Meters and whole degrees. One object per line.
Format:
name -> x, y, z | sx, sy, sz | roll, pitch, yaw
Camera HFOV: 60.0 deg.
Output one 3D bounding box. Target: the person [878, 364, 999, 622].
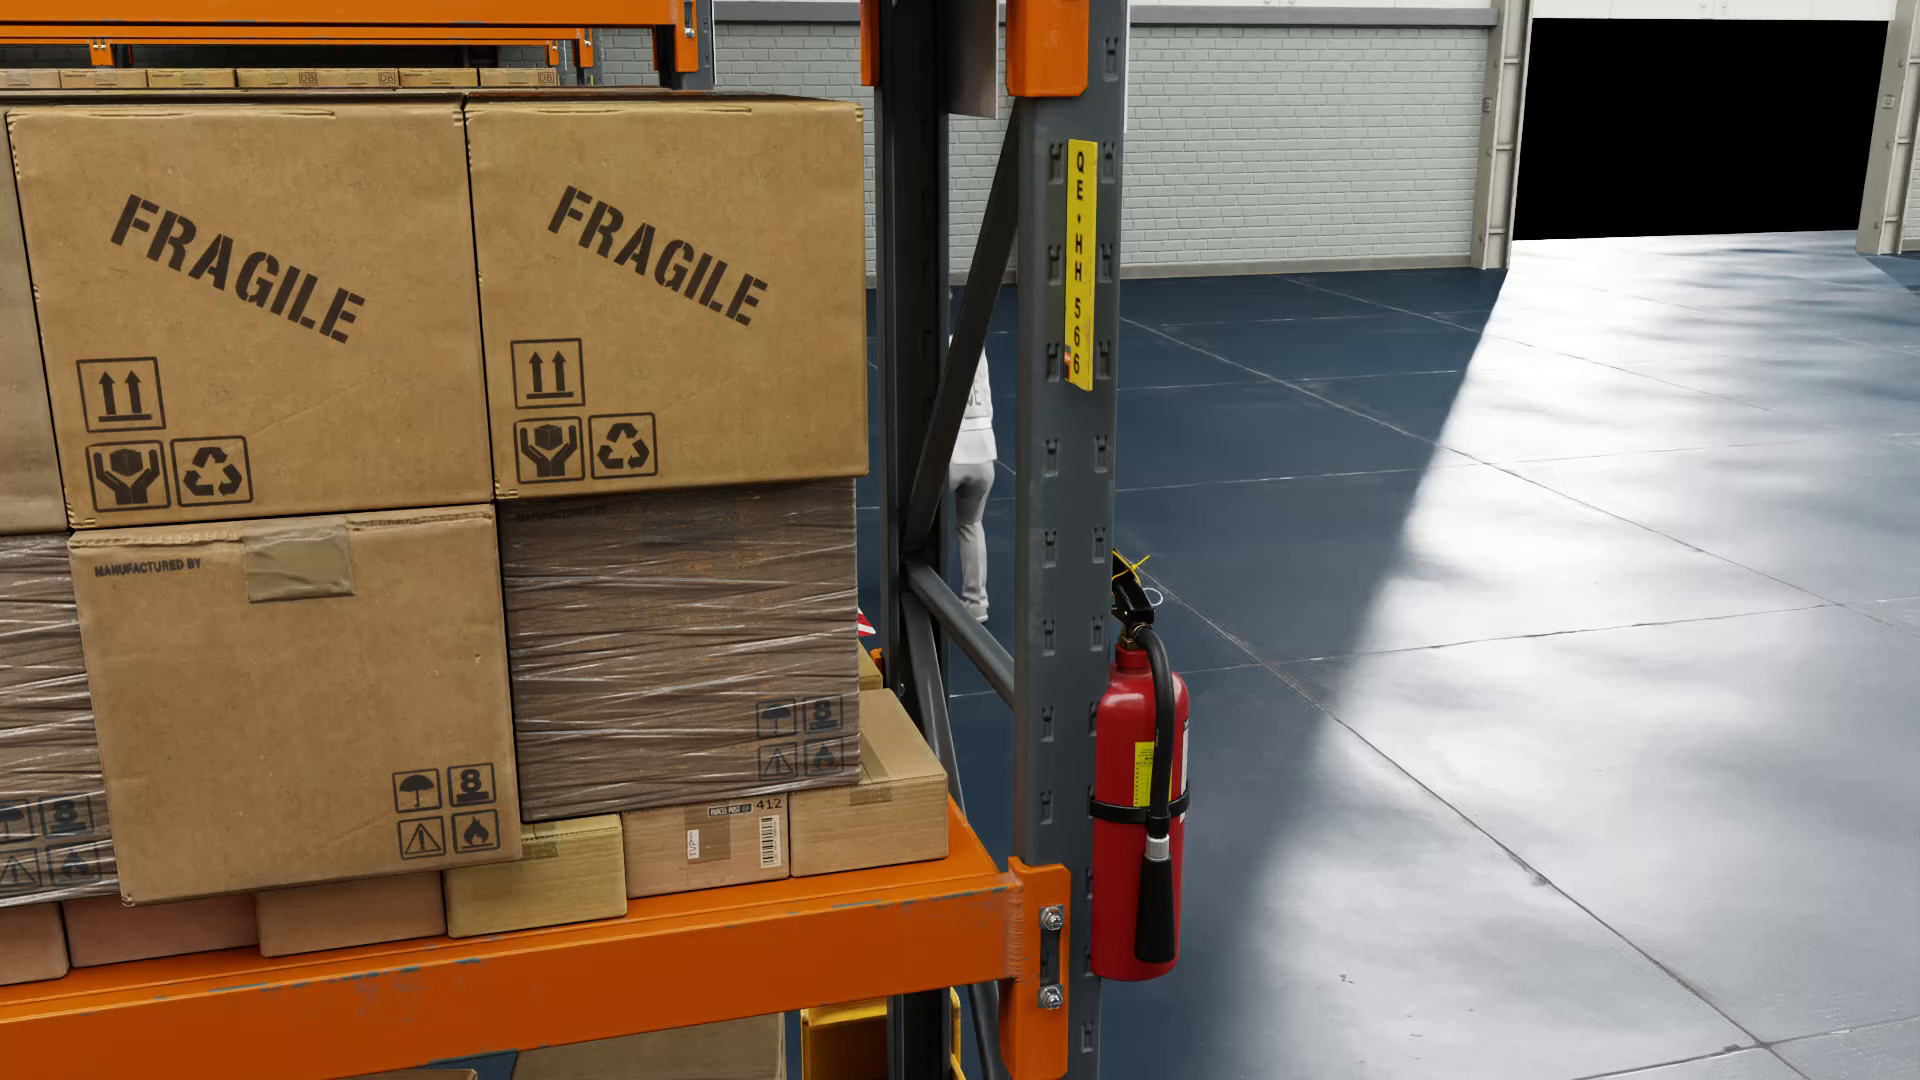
person -> -0.102, -0.318, 7.574 | 0.534, 1.430, 0.673 | -6, 17, -19
